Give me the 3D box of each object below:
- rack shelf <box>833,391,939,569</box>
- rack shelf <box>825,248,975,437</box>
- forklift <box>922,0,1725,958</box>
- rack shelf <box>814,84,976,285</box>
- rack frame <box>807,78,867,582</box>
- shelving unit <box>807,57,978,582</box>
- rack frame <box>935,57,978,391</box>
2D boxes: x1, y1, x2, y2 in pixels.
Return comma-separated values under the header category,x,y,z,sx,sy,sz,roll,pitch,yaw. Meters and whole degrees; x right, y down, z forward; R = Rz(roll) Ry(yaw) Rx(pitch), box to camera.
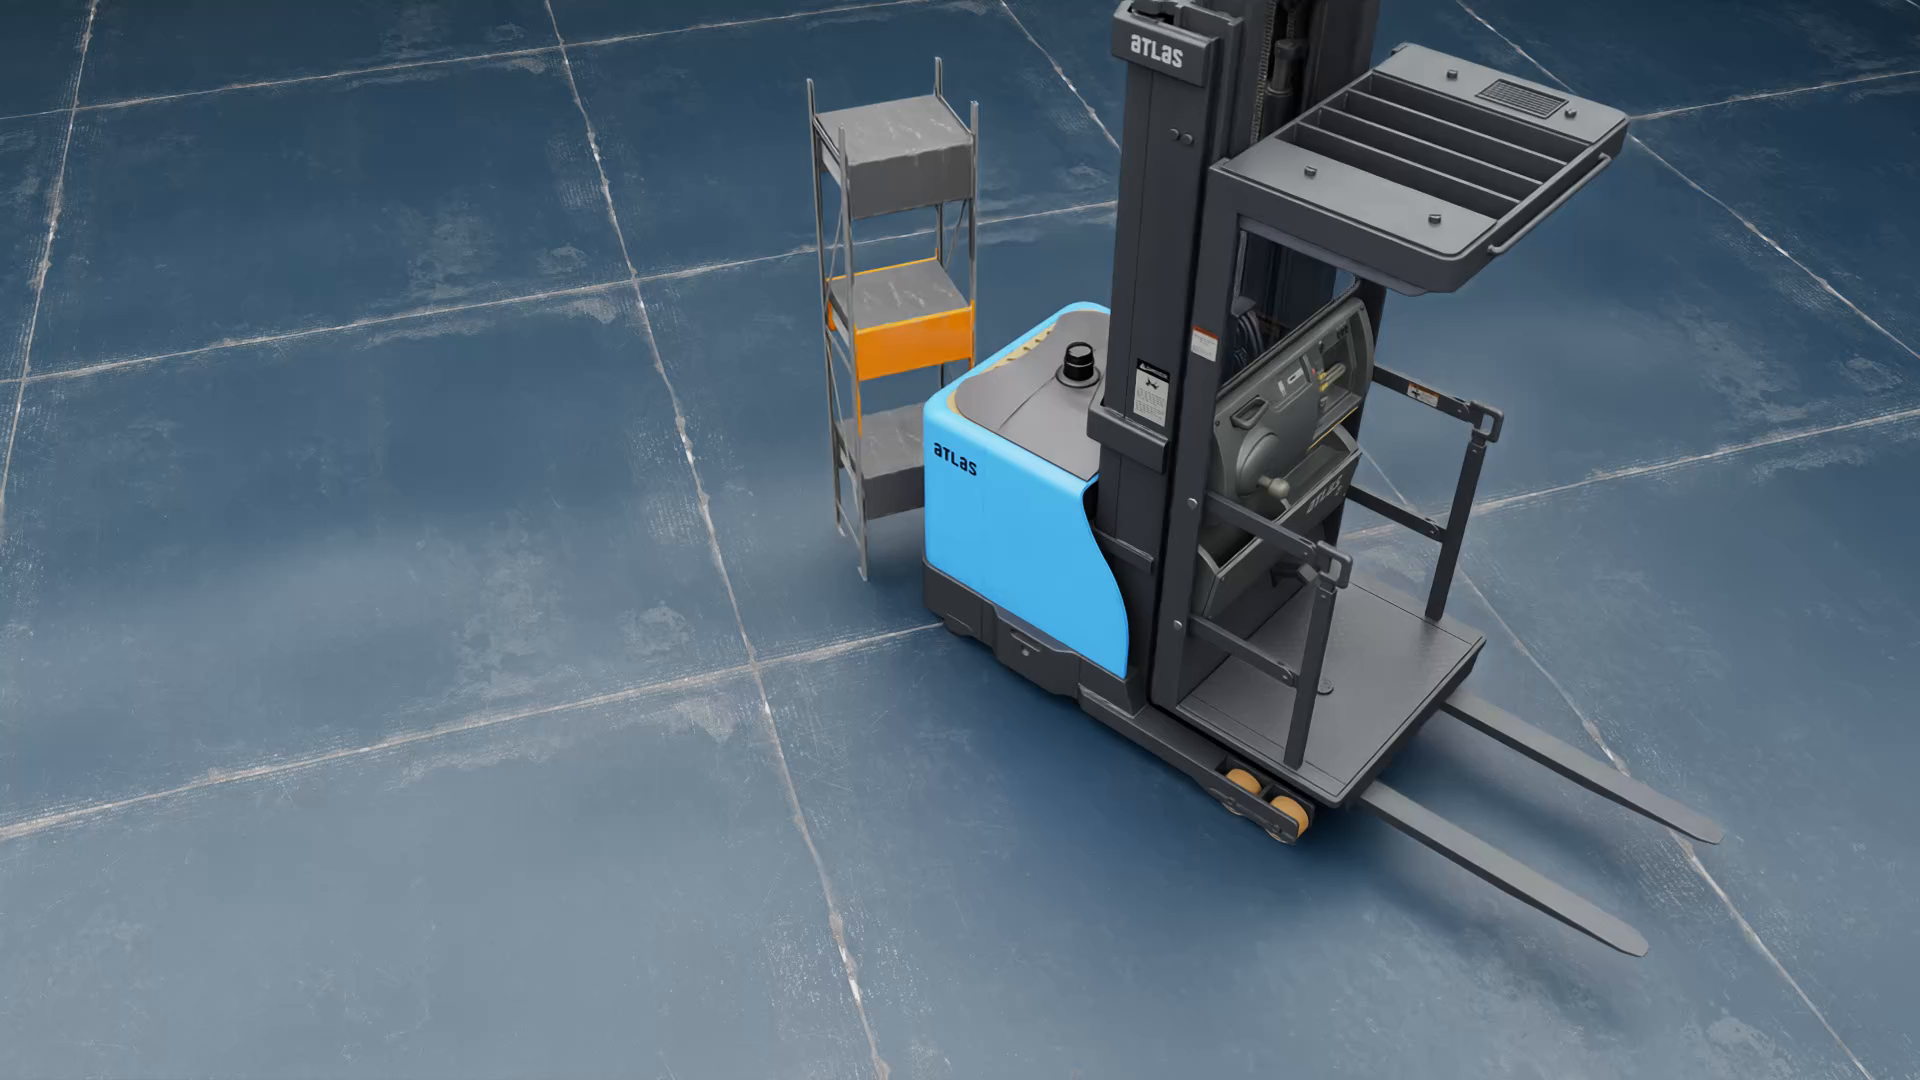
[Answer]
category,x,y,z,sx,sy,sz,roll,pitch,yaw
rack shelf,-0.242,-0.255,7.031,0.480,0.518,0.431,-14,43,-15
rack shelf,-0.242,-0.782,6.570,0.480,0.518,0.431,-14,43,-15
forklift,1.286,-0.409,5.490,3.031,2.935,1.130,30,49,30
rack shelf,-0.242,-1.310,6.110,0.480,0.518,0.431,-14,43,-15
rack frame,-0.470,-0.736,6.496,0.015,2.100,0.400,-14,43,-15
shelving unit,-0.242,-0.793,6.561,0.503,2.100,0.431,-14,43,-15
rack frame,-0.014,-0.850,6.626,0.015,2.100,0.400,-14,43,-15
